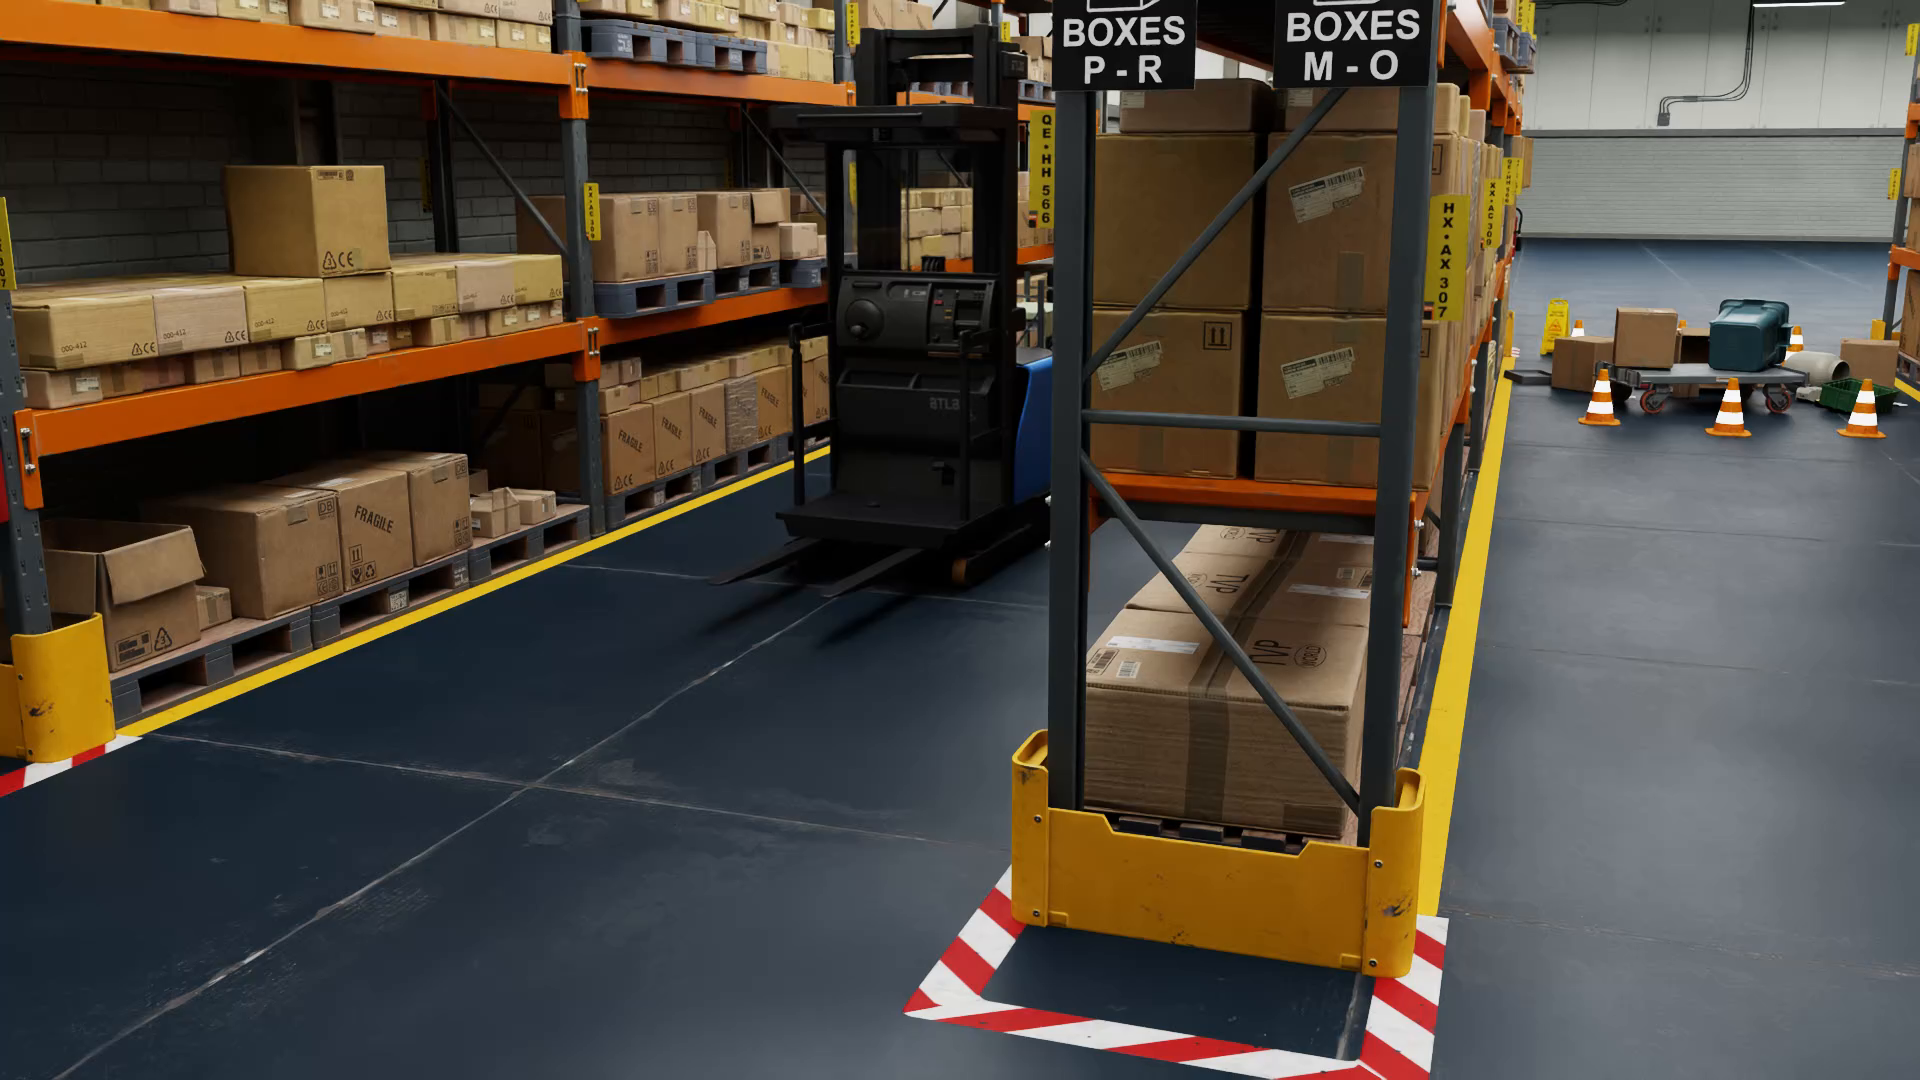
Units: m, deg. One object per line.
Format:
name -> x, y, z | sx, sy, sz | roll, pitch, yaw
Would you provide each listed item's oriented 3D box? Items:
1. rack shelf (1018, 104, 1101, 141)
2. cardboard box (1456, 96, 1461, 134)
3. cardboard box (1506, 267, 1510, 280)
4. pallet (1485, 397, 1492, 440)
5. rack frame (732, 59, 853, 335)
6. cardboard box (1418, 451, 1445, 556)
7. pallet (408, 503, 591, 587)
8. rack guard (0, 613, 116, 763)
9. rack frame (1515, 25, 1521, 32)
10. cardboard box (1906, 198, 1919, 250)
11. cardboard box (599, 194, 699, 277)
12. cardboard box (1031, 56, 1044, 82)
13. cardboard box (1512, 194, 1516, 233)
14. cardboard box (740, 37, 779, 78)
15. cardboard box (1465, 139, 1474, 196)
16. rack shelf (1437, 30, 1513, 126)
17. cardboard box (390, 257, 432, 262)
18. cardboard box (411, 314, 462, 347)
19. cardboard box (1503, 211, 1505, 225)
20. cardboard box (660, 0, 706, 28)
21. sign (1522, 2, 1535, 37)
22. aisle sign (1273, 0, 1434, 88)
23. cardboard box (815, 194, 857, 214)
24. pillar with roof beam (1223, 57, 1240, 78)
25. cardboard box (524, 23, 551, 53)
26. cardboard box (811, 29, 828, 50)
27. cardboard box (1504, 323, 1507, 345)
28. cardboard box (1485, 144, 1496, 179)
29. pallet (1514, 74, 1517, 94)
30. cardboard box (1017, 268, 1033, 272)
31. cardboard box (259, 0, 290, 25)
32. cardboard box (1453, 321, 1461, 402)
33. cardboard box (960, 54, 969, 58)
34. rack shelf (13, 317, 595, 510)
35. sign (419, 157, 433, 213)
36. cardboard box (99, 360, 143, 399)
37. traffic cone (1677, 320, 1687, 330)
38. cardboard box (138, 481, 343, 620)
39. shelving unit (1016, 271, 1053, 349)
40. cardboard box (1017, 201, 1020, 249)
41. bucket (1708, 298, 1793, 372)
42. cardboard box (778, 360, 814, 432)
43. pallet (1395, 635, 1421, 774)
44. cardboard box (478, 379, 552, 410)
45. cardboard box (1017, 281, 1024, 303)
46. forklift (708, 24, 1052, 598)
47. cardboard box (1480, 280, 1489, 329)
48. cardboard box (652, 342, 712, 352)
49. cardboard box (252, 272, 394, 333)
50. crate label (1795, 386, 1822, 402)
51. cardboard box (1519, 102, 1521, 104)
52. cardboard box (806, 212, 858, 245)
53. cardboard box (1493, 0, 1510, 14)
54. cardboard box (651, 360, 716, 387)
rack shelf -> 0.585, -4.735, 18.870 | 1.077, 0.370, 4.000 | 4, 14, 18
cardboard box -> 1.563, -1.499, 5.884 | 0.380, 0.149, 0.250 | 4, 14, 19
cardboard box -> 5.691, -2.857, 17.855 | 0.380, 0.149, 0.250 | 5, 14, 21
pallet -> 3.992, -1.065, 14.179 | 1.003, 0.211, 1.213 | 4, 14, 18
rack frame -> -1.357, -2.360, 13.589 | 1.000, 3.000, 0.127 | 4, 14, 18
cardboard box -> 2.172, -0.467, 9.123 | 0.875, 0.875, 0.875 | 5, 14, 20
pallet -> -2.874, -0.014, 9.576 | 1.003, 0.211, 1.213 | 4, 14, 18
rack guard -> -3.920, 0.527, 6.557 | 1.175, 0.500, 0.348 | 4, 14, 18
rack frame -> 4.636, -5.771, 15.049 | 1.000, 3.000, 0.127 | 4, 14, 18
cardboard box -> 10.569, -3.345, 17.565 | 0.875, 0.550, 0.550 | 4, 14, 18
cardboard box -> -2.115, -1.967, 10.695 | 0.700, 0.500, 0.500 | 5, 14, 19
cardboard box -> 0.705, -5.144, 18.176 | 0.396, 0.266, 0.258 | 4, 13, 17
cardboard box -> 5.848, -3.643, 18.314 | 0.500, 0.500, 0.500 | 4, 14, 19
cardboard box -> -1.617, -3.413, 11.796 | 0.500, 0.250, 0.500 | 4, 14, 18
cardboard box -> 1.658, -1.260, 6.294 | 0.500, 0.500, 0.500 | 4, 14, 19
rack shelf -> 2.694, -2.694, 9.928 | 1.077, 0.370, 4.000 | 4, 14, 18
cardboard box -> -3.222, -1.399, 9.046 | 0.500, 0.250, 0.500 | 4, 14, 18
cardboard box -> -2.807, -1.089, 8.581 | 0.380, 0.149, 0.250 | 4, 13, 18
cardboard box -> 4.703, -3.131, 15.127 | 0.500, 0.500, 0.500 | 4, 13, 17
cardboard box -> -1.850, -3.361, 10.629 | 0.380, 0.149, 0.250 | 4, 14, 18
sign -> 5.162, -4.713, 15.110 | 0.100, 0.325, 0.005 | 4, 14, 18
aisle sign -> 1.004, -1.551, 4.200 | 0.394, 0.787, 0.004 | 4, 14, 18
cardboard box -> -0.975, -2.771, 13.707 | 0.380, 0.149, 0.250 | 5, 14, 20
pillar with roof beam -> 10.051, -10.368, 35.190 | 9.100, 9.000, 0.400 | 4, 14, 18
cardboard box -> -2.488, -2.761, 9.168 | 0.380, 0.149, 0.250 | 4, 14, 18
cardboard box -> -1.244, -3.852, 12.824 | 0.380, 0.149, 0.250 | 5, 14, 20
cardboard box -> 5.915, -2.358, 18.813 | 0.500, 0.250, 0.500 | 4, 14, 18
cardboard box -> 2.461, -1.770, 8.529 | 0.500, 0.500, 0.500 | 5, 14, 19
pallet -> 4.335, -4.095, 14.868 | 1.213, 0.211, 1.003 | 4, 14, 18
cardboard box -> 0.567, -3.099, 19.813 | 0.500, 0.250, 0.500 | 4, 14, 18
cardboard box -> -3.185, -2.333, 7.294 | 0.380, 0.149, 0.250 | 4, 14, 18
cardboard box -> 1.645, -0.770, 6.394 | 0.500, 0.500, 0.500 | 5, 14, 20
cardboard box -> -0.131, -4.543, 15.805 | 0.380, 0.149, 0.250 | 4, 14, 18
rack shelf -> -3.298, -0.746, 8.134 | 1.077, 0.370, 4.000 | 4, 14, 18
sign -> -3.177, -2.122, 9.942 | 0.100, 0.325, 0.005 | 4, 14, 18
cardboard box -> -3.541, -0.660, 6.703 | 0.380, 0.149, 0.250 | 5, 14, 20
traffic cone -> 8.172, -2.260, 18.849 | 0.336, 0.463, 0.334 | 4, 14, 18
cardboard box -> -3.344, 0.039, 7.751 | 0.700, 0.500, 0.500 | 5, 14, 21
shelving unit -> 0.477, -0.971, 10.873 | 0.431, 1.500, 0.755 | 5, 14, 22
cardboard box -> 0.328, -3.326, 17.595 | 0.500, 0.500, 0.500 | 4, 13, 17
bucket -> 7.214, -1.851, 15.296 | 0.726, 0.611, 0.620 | 10, 26, 38
cardboard box -> -1.462, -1.137, 12.904 | 0.500, 0.500, 0.500 | 4, 13, 18
pallet -> 1.334, 0.610, 6.841 | 1.003, 0.211, 1.213 | 4, 14, 18
cardboard box -> -2.805, -0.919, 10.489 | 0.380, 0.149, 0.250 | 4, 13, 16
cardboard box -> 0.391, -2.634, 17.774 | 0.500, 0.250, 0.500 | 4, 13, 18
forklift -> -0.330, -1.283, 9.023 | 1.130, 2.935, 3.031 | 5, 14, 22
cardboard box -> 2.786, -1.378, 9.622 | 0.500, 0.250, 0.500 | 4, 14, 18
cardboard box -> -2.112, -1.413, 12.653 | 0.380, 0.149, 0.250 | 4, 13, 16
cardboard box -> -3.074, -1.146, 7.938 | 0.500, 0.250, 0.500 | 4, 13, 17
crate label -> 8.052, -1.371, 15.689 | 0.298, 0.136, 0.250 | -5, 14, -21
cardboard box -> 5.624, -4.606, 17.252 | 0.380, 0.149, 0.250 | 4, 14, 18
cardboard box -> -0.958, -2.605, 13.874 | 0.500, 0.250, 0.500 | 4, 14, 18
cardboard box -> 2.788, -2.956, 9.039 | 0.380, 0.166, 0.250 | 3, 13, 15
cardboard box -> -1.920, -1.156, 11.529 | 0.380, 0.149, 0.250 | 5, 14, 20
